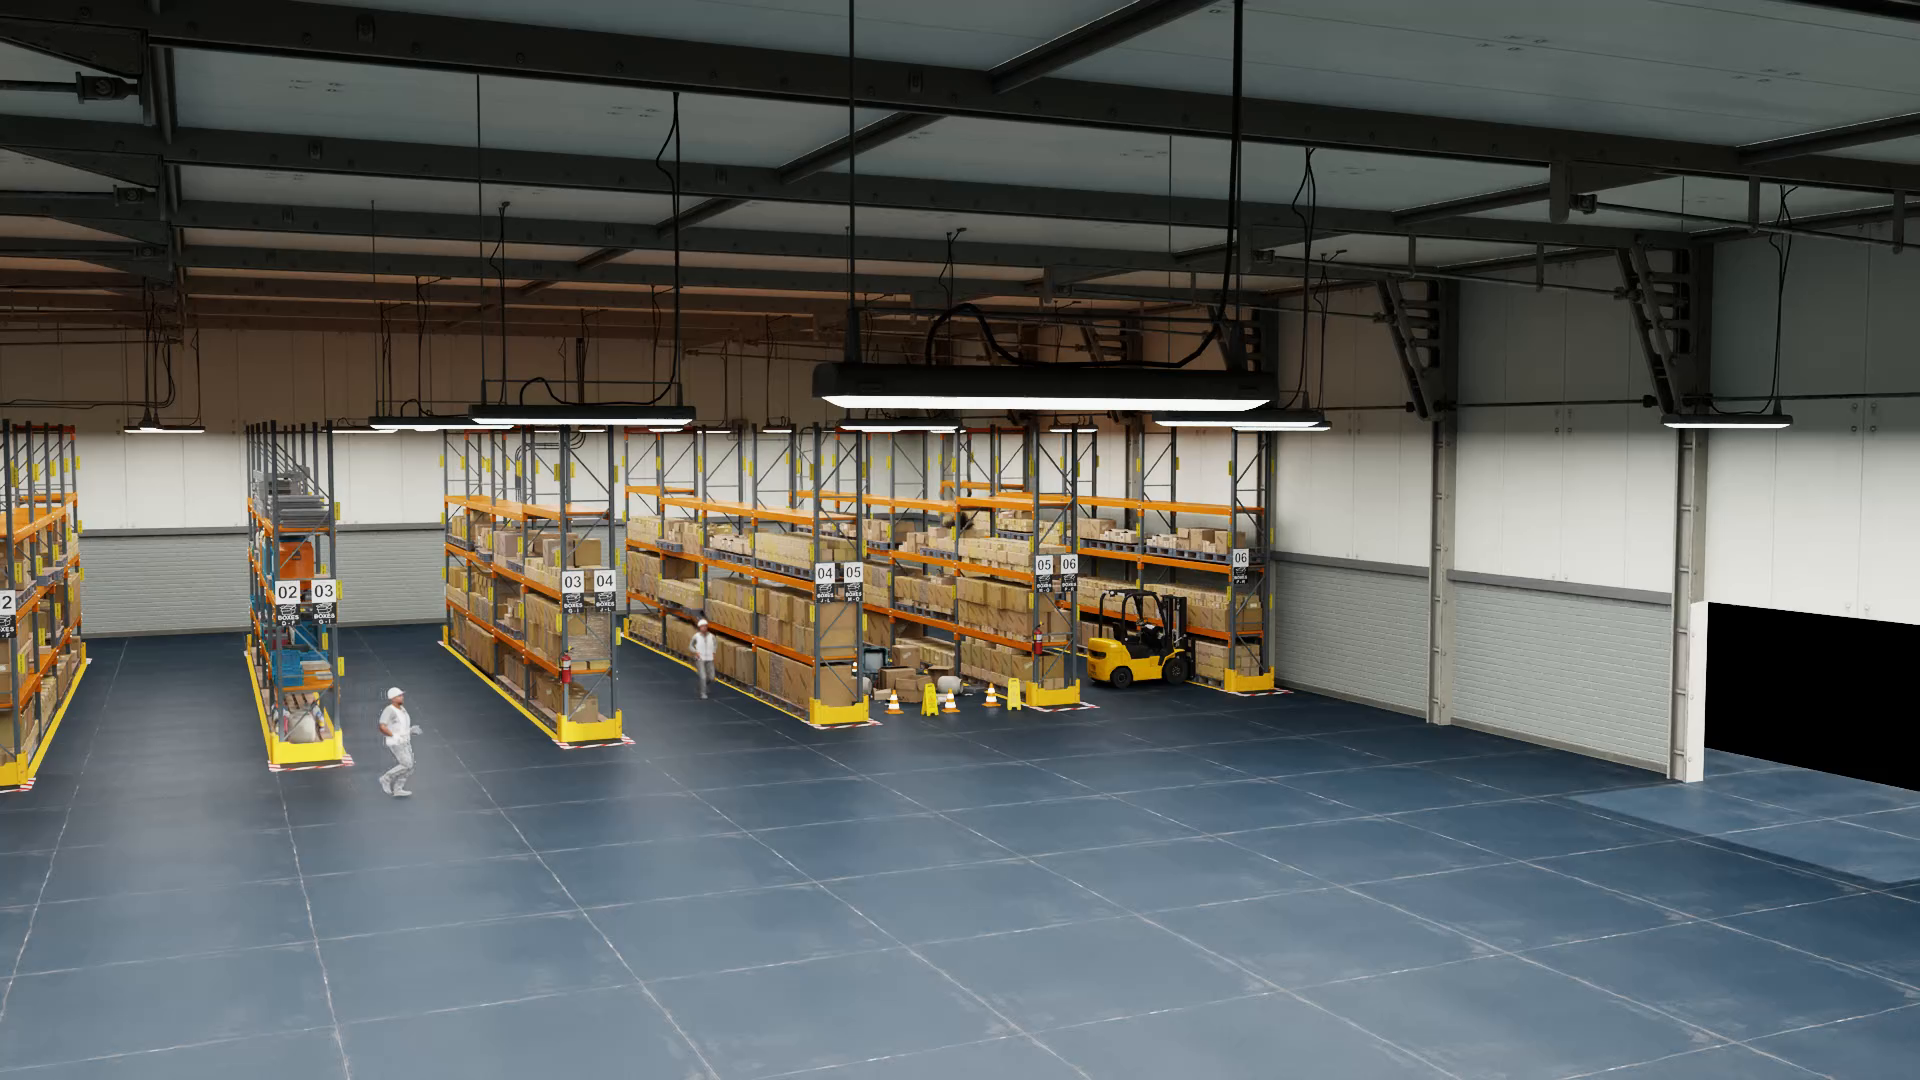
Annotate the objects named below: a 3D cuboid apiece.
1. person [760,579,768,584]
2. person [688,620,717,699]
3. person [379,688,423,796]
[{"bbox_3d":[-5.385,1.948,45.577,0.645,1.800,0.903,-3,5,-38],"label":"person"},{"bbox_3d":[-5.574,2.596,36.217,0.656,1.722,0.606,-2,4,-25],"label":"person"},{"bbox_3d":[-8.878,3.204,26.350,0.612,1.735,0.678,0,4,0],"label":"person"}]
